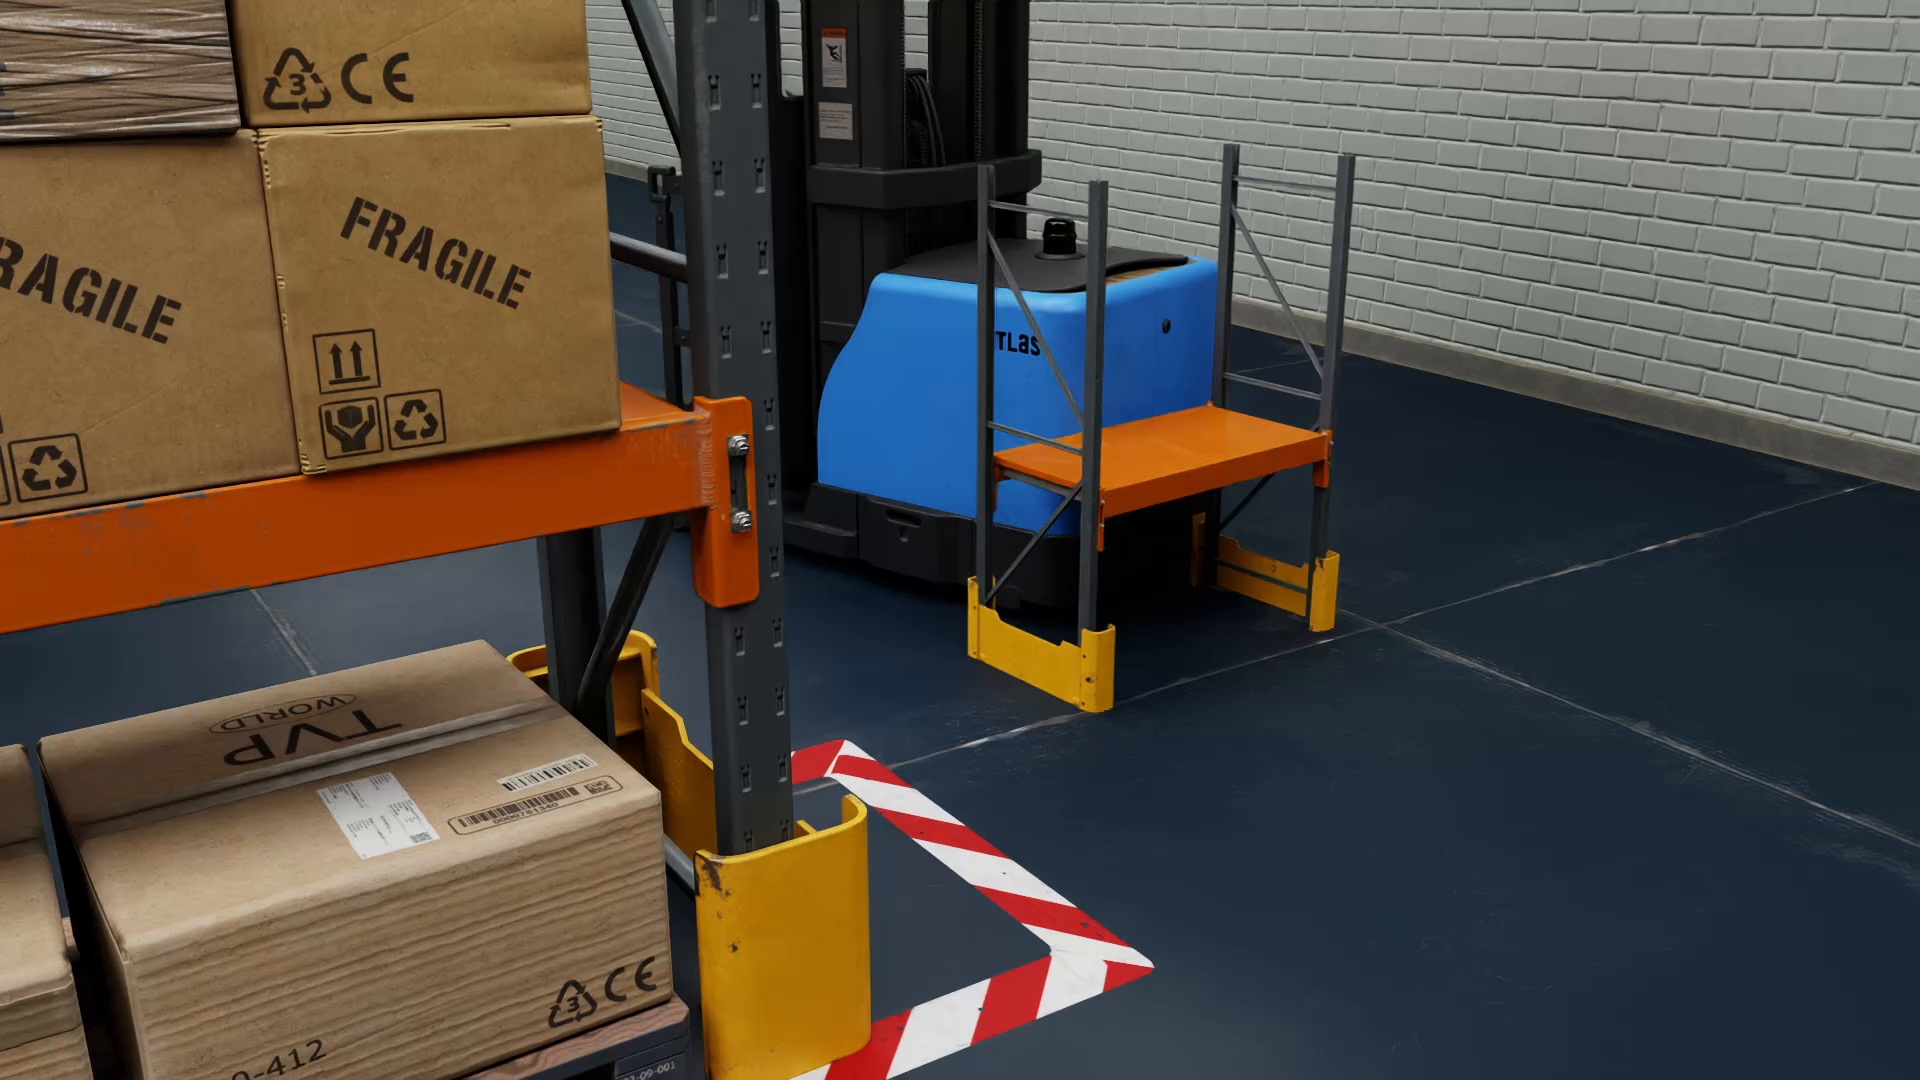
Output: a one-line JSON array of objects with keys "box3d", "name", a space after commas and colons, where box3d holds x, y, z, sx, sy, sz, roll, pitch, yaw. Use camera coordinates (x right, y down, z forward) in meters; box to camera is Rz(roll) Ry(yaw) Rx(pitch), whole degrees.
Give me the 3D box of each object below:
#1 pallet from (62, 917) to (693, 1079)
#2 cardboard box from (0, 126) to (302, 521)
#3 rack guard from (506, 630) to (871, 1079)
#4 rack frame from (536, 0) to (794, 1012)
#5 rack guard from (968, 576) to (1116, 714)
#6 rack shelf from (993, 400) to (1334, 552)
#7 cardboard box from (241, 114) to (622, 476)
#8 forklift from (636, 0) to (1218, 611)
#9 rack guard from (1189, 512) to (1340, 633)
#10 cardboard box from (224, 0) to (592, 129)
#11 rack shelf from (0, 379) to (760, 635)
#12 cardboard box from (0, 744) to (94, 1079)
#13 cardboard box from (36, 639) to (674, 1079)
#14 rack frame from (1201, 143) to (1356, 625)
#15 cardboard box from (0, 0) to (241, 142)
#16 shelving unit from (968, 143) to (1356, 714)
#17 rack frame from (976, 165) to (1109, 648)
[{"box3d": [-1.261, 0.936, 3.147, 1.213, 0.211, 1.003, -12, 22, -31], "name": "pallet"}, {"box3d": [-1.321, -0.354, 2.453, 0.500, 0.500, 0.500, -12, 22, -33], "name": "cardboard box"}, {"box3d": [-0.616, 0.633, 3.592, 0.348, 0.500, 1.175, -12, 22, -31], "name": "rack guard"}, {"box3d": [-0.636, -0.547, 3.179, 0.127, 3.000, 1.000, -12, 22, -31], "name": "rack frame"}, {"box3d": [0.234, 0.303, 4.959, 0.087, 0.250, 0.587, -15, 24, -37], "name": "rack guard"}, {"box3d": [0.613, -0.218, 5.109, 1.000, 0.185, 0.538, -15, 24, -37], "name": "rack shelf"}, {"box3d": [-0.894, -0.438, 2.702, 0.500, 0.500, 0.500, -12, 22, -31], "name": "cardboard box"}, {"box3d": [-0.561, -1.513, 6.143, 3.031, 2.935, 1.130, 13, 23, 34], "name": "forklift"}, {"box3d": [1.007, 0.102, 5.554, 0.087, 0.250, 0.587, -15, 24, -37], "name": "rack guard"}, {"box3d": [-0.908, -0.919, 2.563, 0.500, 0.500, 0.500, -11, 22, -30], "name": "cardboard box"}, {"box3d": [-2.307, 0.146, 2.252, 4.000, 0.370, 1.077, -12, 22, -31], "name": "rack shelf"}, {"box3d": [-1.892, 0.774, 2.615, 0.875, 0.438, 0.875, -11, 22, -30], "name": "cardboard box"}, {"box3d": [-1.133, 0.611, 3.099, 0.875, 0.438, 0.875, -13, 23, -33], "name": "cardboard box"}, {"box3d": [1.008, -0.491, 5.355, 0.032, 1.500, 0.500, -15, 24, -37], "name": "rack frame"}, {"box3d": [-1.329, -0.819, 2.268, 0.500, 0.500, 0.500, -12, 22, -31], "name": "cardboard box"}, {"box3d": [0.620, -0.390, 5.056, 1.083, 1.500, 0.587, -15, 24, -37], "name": "shelving unit"}, {"box3d": [0.219, -0.285, 4.747, 0.032, 1.500, 0.500, -15, 24, -37], "name": "rack frame"}]
